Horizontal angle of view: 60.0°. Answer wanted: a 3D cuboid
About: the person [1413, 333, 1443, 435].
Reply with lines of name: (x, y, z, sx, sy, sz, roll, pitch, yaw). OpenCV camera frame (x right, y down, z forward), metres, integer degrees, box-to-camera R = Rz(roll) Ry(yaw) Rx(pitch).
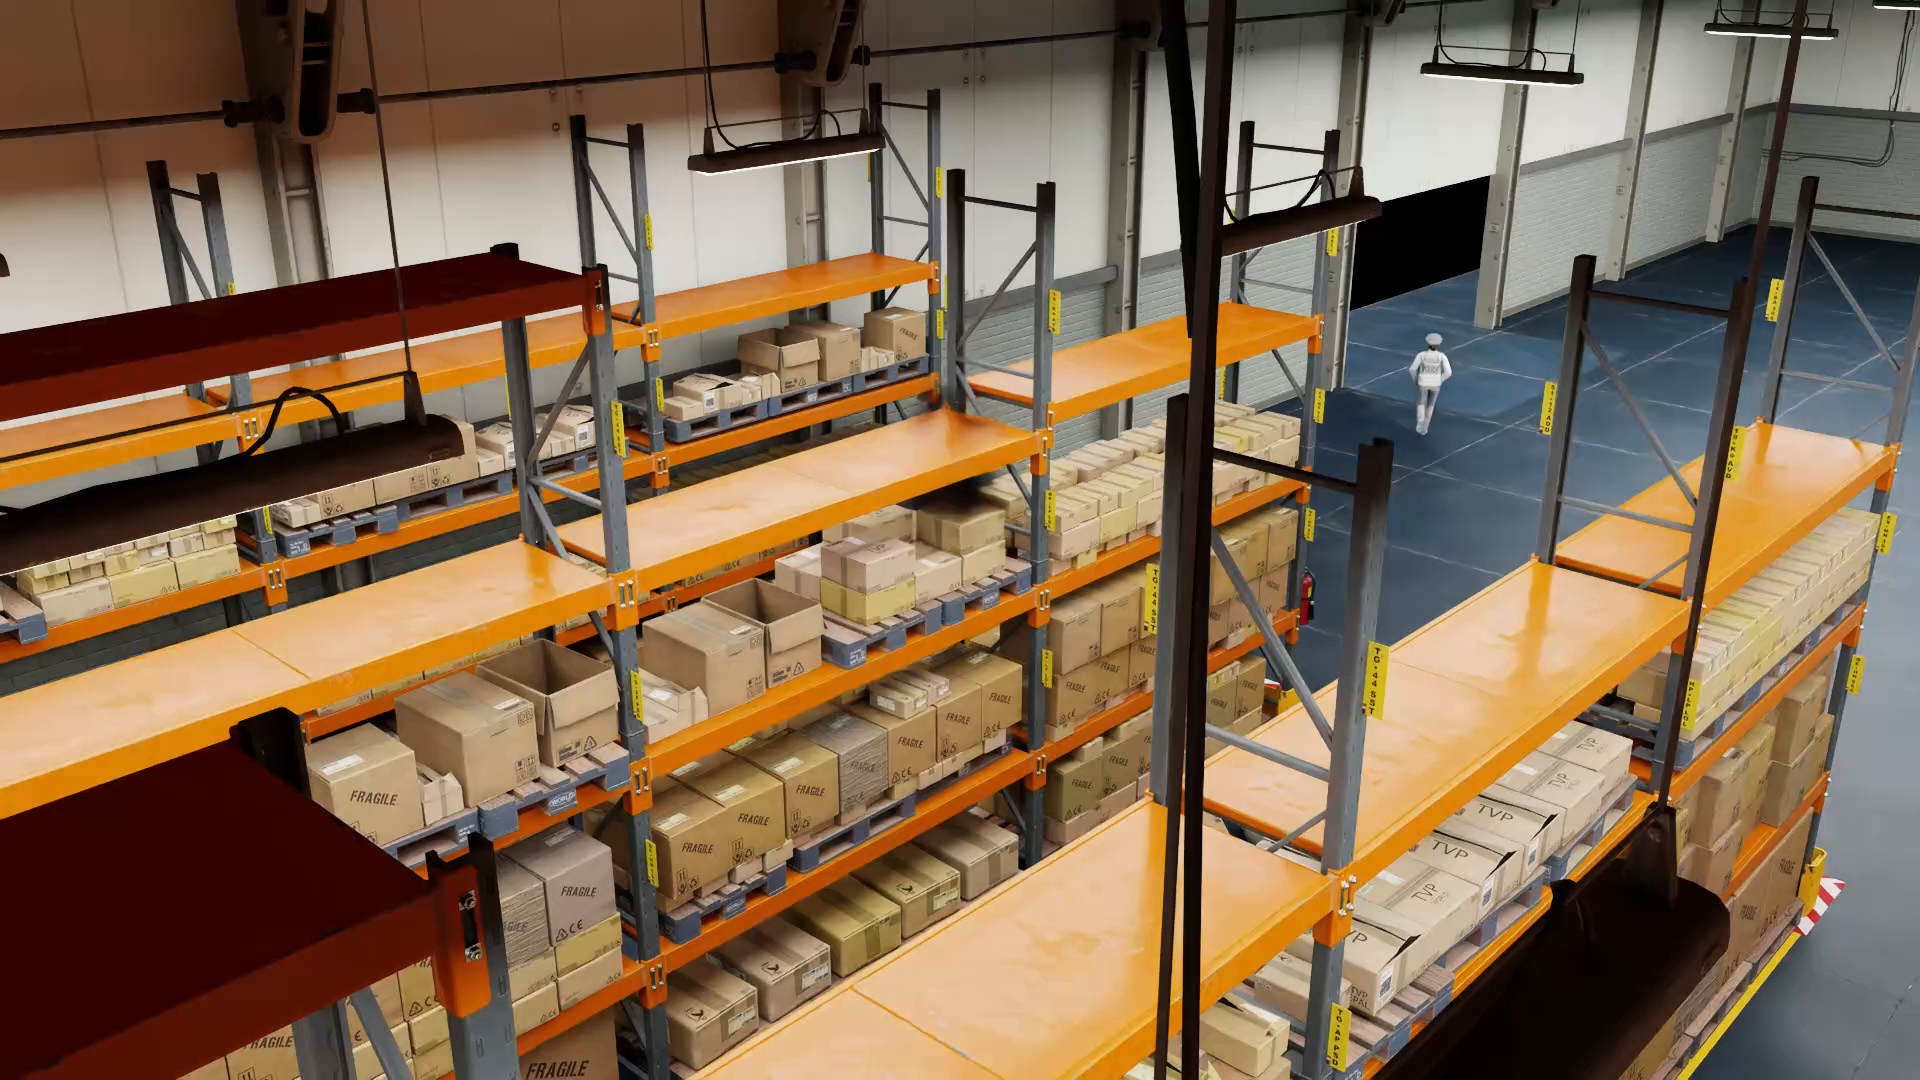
person: (7.290, -2.400, 25.920, 0.480, 1.648, 0.607, 5, 22, 12)
